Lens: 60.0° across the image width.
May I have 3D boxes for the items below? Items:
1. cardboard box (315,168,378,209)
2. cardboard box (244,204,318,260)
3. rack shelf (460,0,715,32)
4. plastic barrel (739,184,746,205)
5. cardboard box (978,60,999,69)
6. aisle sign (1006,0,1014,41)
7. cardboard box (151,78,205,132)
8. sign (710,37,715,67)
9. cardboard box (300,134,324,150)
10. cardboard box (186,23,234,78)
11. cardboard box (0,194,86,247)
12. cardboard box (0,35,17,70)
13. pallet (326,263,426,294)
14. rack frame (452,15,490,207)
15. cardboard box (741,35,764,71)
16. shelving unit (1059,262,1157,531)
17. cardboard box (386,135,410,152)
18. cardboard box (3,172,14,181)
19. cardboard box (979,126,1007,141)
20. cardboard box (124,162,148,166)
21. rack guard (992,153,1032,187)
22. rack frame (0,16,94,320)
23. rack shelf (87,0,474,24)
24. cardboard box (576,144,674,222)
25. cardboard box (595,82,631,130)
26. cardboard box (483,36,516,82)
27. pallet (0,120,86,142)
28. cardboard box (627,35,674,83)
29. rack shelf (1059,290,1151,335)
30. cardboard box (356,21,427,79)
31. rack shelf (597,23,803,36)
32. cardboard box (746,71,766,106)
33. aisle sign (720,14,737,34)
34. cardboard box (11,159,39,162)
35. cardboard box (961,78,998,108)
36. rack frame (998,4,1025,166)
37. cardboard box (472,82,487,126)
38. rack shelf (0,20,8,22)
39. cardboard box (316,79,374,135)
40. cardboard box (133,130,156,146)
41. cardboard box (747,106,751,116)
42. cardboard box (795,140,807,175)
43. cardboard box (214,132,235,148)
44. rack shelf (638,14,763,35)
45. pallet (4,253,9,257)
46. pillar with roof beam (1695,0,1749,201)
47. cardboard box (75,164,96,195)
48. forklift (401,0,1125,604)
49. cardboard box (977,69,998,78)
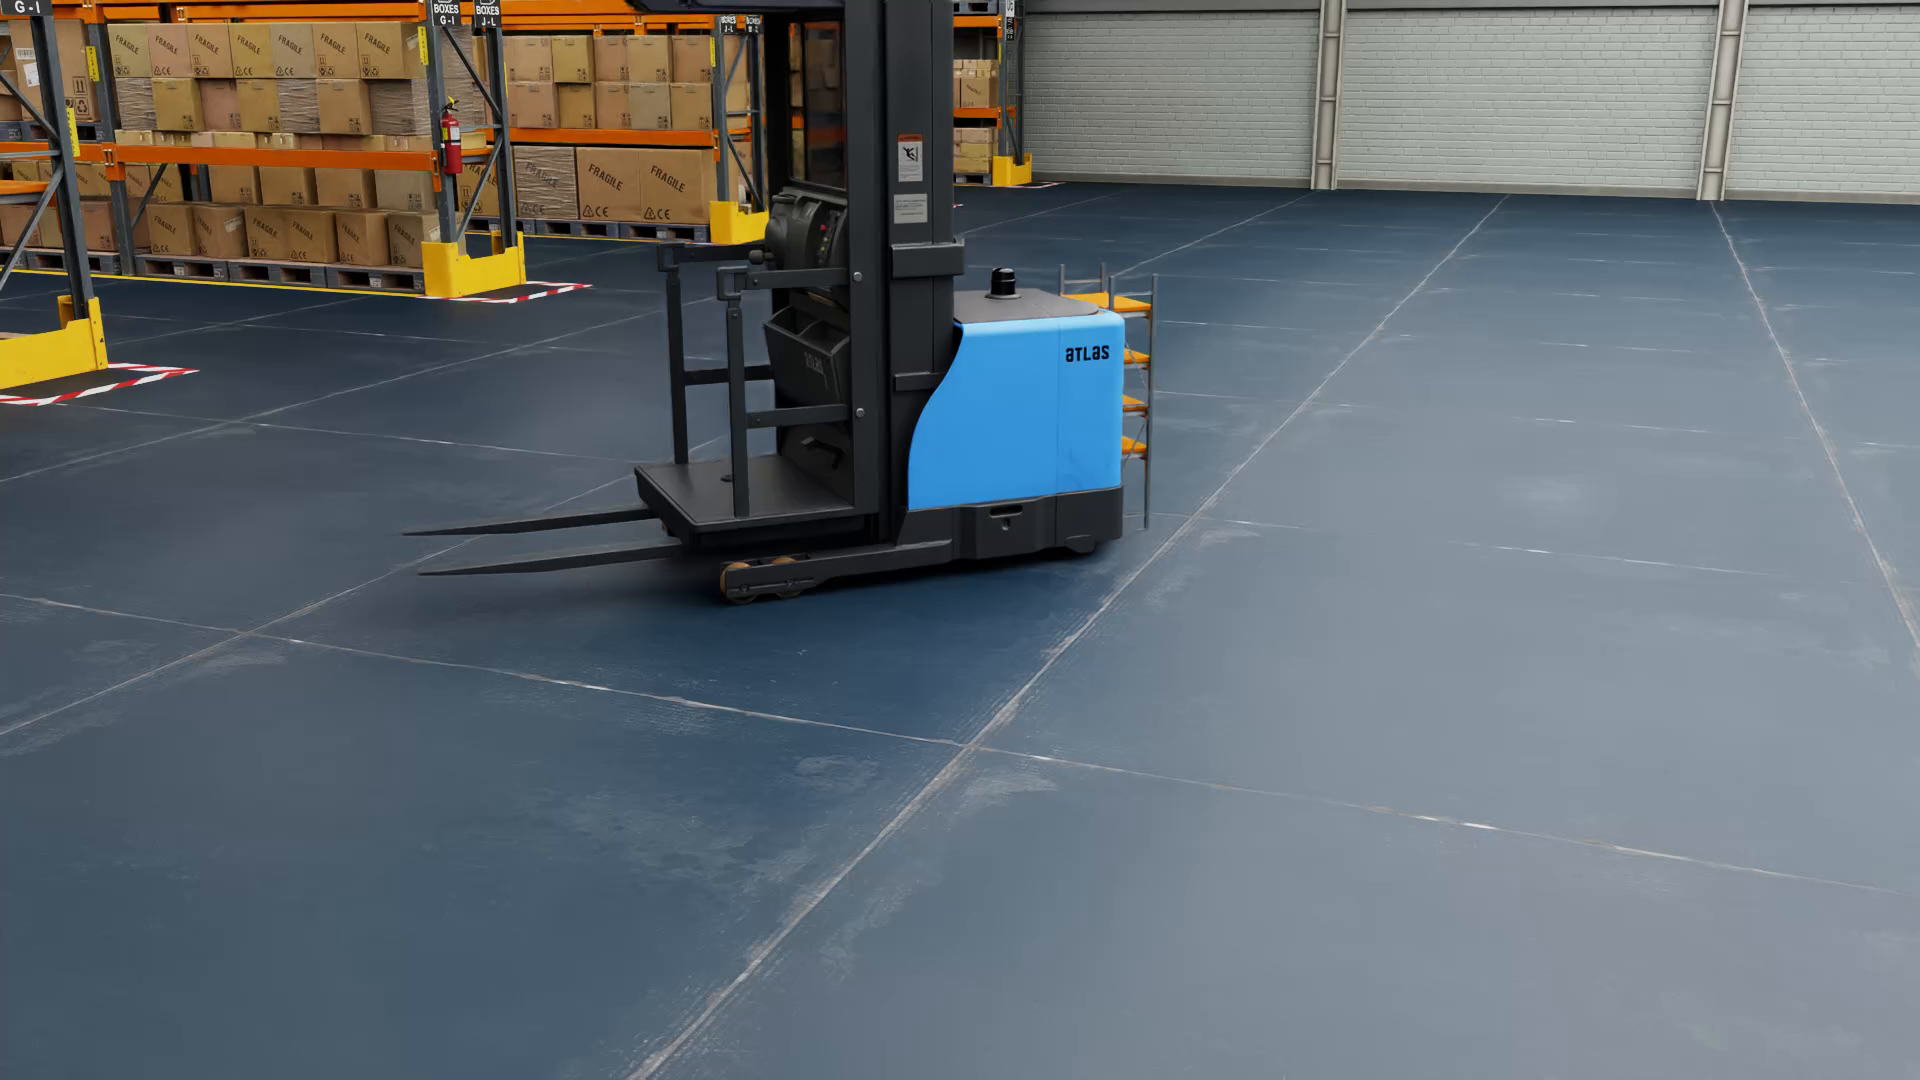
[{"bbox_3d":[-7.874,-4.784,22.054,0.750,0.750,1.050,6,17,21],"label":"cardboard box"},{"bbox_3d":[-6.782,-3.097,16.691,0.500,0.500,0.500,5,17,16],"label":"cardboard box"},{"bbox_3d":[-4.507,-6.413,20.295,4.000,0.370,1.077,6,17,21],"label":"rack shelf"},{"bbox_3d":[-3.401,-4.989,24.100,0.512,0.421,0.421,-9,18,-27],"label":"plastic barrel"},{"bbox_3d":[0.483,-8.180,28.593,0.250,0.149,0.380,6,17,21],"label":"cardboard box"},{"bbox_3d":[0.847,-8.861,28.153,0.004,0.787,0.394,6,17,21],"label":"aisle sign"},{"bbox_3d":[-7.434,-4.315,16.445,0.500,0.500,0.875,6,17,21],"label":"cardboard box"},{"bbox_3d":[-2.859,-5.644,19.233,0.005,0.325,0.100,6,17,21],"label":"sign"},{"bbox_3d":[-6.070,-3.816,15.889,0.250,0.149,0.380,6,17,21],"label":"cardboard box"},{"bbox_3d":[-7.026,-4.704,15.990,0.500,0.500,0.500,6,17,21],"label":"cardboard box"},{"bbox_3d":[-9.802,-3.437,17.826,0.500,0.500,0.700,5,17,16],"label":"cardboard box"},{"bbox_3d":[-14.140,-7.122,24.318,0.500,0.500,0.500,7,17,22],"label":"cardboard box"},{"bbox_3d":[-5.374,-2.598,16.246,1.213,0.211,1.003,6,17,21],"label":"pallet"},{"bbox_3d":[-6.368,-5.523,21.317,0.127,3.000,1.000,6,17,21],"label":"rack frame"},{"bbox_3d":[-2.873,-7.241,24.728,0.500,0.500,0.700,6,17,20],"label":"cardboard box"},{"bbox_3d":[0.680,-0.673,7.841,0.258,1.200,0.503,-7,18,-23],"label":"shelving unit"},{"bbox_3d":[-5.134,-3.718,15.552,0.250,0.149,0.380,6,17,21],"label":"cardboard box"},{"bbox_3d":[-14.030,-5.437,24.847,0.250,0.149,0.380,7,18,23],"label":"cardboard box"},{"bbox_3d":[0.516,-7.155,29.325,0.500,0.250,0.500,6,17,20],"label":"cardboard box"},{"bbox_3d":[-11.295,-5.344,23.087,0.500,0.250,0.500,7,17,21],"label":"cardboard box"},{"bbox_3d":[0.916,-6.493,29.141,0.348,0.500,1.175,6,17,21],"label":"rack guard"},{"bbox_3d":[-6.378,-2.553,11.087,0.127,3.000,1.000,6,17,21],"label":"rack frame"},{"bbox_3d":[-6.421,-5.137,15.899,4.000,0.370,1.077,6,17,21],"label":"rack shelf"},{"bbox_3d":[-4.121,-4.437,20.634,0.875,0.875,0.875,6,17,20],"label":"cardboard box"},{"bbox_3d":[-4.003,-5.352,20.461,0.550,0.550,0.875,6,17,21],"label":"cardboard box"},{"bbox_3d":[-5.483,-6.041,20.895,0.550,0.550,0.875,6,17,21],"label":"cardboard box"},{"bbox_3d":[-10.146,-4.372,17.697,1.213,0.211,1.003,6,17,21],"label":"pallet"},{"bbox_3d":[-3.523,-5.785,20.013,0.550,0.550,0.875,6,17,21],"label":"cardboard box"},{"bbox_3d":[0.680,-1.051,7.731,0.258,0.148,0.480,-7,18,-23],"label":"rack shelf"},{"bbox_3d":[-5.163,-4.501,15.290,0.500,0.500,0.500,6,17,21],"label":"cardboard box"},{"bbox_3d":[-4.688,-9.404,30.598,4.000,0.370,1.077,6,17,21],"label":"rack shelf"},{"bbox_3d":[-2.923,-6.744,24.811,0.500,0.500,0.500,6,17,21],"label":"cardboard box"},{"bbox_3d":[-2.691,-6.277,19.252,0.004,0.787,0.394,6,17,21],"label":"aisle sign"},{"bbox_3d":[-13.219,-5.558,23.825,0.500,0.250,0.500,5,17,18],"label":"cardboard box"},{"bbox_3d":[0.339,-7.726,28.726,0.500,0.500,0.500,6,17,19],"label":"cardboard box"},{"bbox_3d":[0.893,-7.695,28.801,0.127,3.000,1.000,6,17,21],"label":"rack frame"},{"bbox_3d":[-6.020,-5.560,21.177,0.550,0.550,0.875,6,17,21],"label":"cardboard box"},{"bbox_3d":[-15.670,-7.641,24.523,4.000,0.370,1.077,6,17,21],"label":"rack shelf"},{"bbox_3d":[-5.571,-4.112,15.744,0.500,0.500,0.875,6,17,21],"label":"cardboard box"},{"bbox_3d":[-7.964,-3.997,16.513,0.250,0.149,0.380,6,17,21],"label":"cardboard box"},{"bbox_3d":[-3.039,-6.429,24.890,0.250,0.149,0.380,6,17,20],"label":"cardboard box"},{"bbox_3d":[-2.252,-5.716,24.816,0.500,0.500,0.500,7,18,23],"label":"cardboard box"},{"bbox_3d":[-7.020,-3.905,16.194,0.250,0.149,0.380,6,17,21],"label":"cardboard box"},{"bbox_3d":[-2.785,-7.707,24.752,4.000,0.370,1.077,6,17,21],"label":"rack shelf"},{"bbox_3d":[-11.276,-3.236,18.443,1.213,0.211,1.003,6,17,21],"label":"pallet"},{"bbox_3d":[10.160,-8.537,20.941,0.400,9.000,9.100,6,17,21],"label":"pillar with roof beam"},{"bbox_3d":[-12.235,-5.094,23.571,0.500,0.500,0.500,7,17,22],"label":"cardboard box"},{"bbox_3d":[-0.834,-1.315,6.946,3.031,2.935,1.130,-7,18,-22],"label":"forklift"},{"bbox_3d":[0.468,-8.018,28.569,0.250,0.149,0.380,7,17,21],"label":"cardboard box"}]
